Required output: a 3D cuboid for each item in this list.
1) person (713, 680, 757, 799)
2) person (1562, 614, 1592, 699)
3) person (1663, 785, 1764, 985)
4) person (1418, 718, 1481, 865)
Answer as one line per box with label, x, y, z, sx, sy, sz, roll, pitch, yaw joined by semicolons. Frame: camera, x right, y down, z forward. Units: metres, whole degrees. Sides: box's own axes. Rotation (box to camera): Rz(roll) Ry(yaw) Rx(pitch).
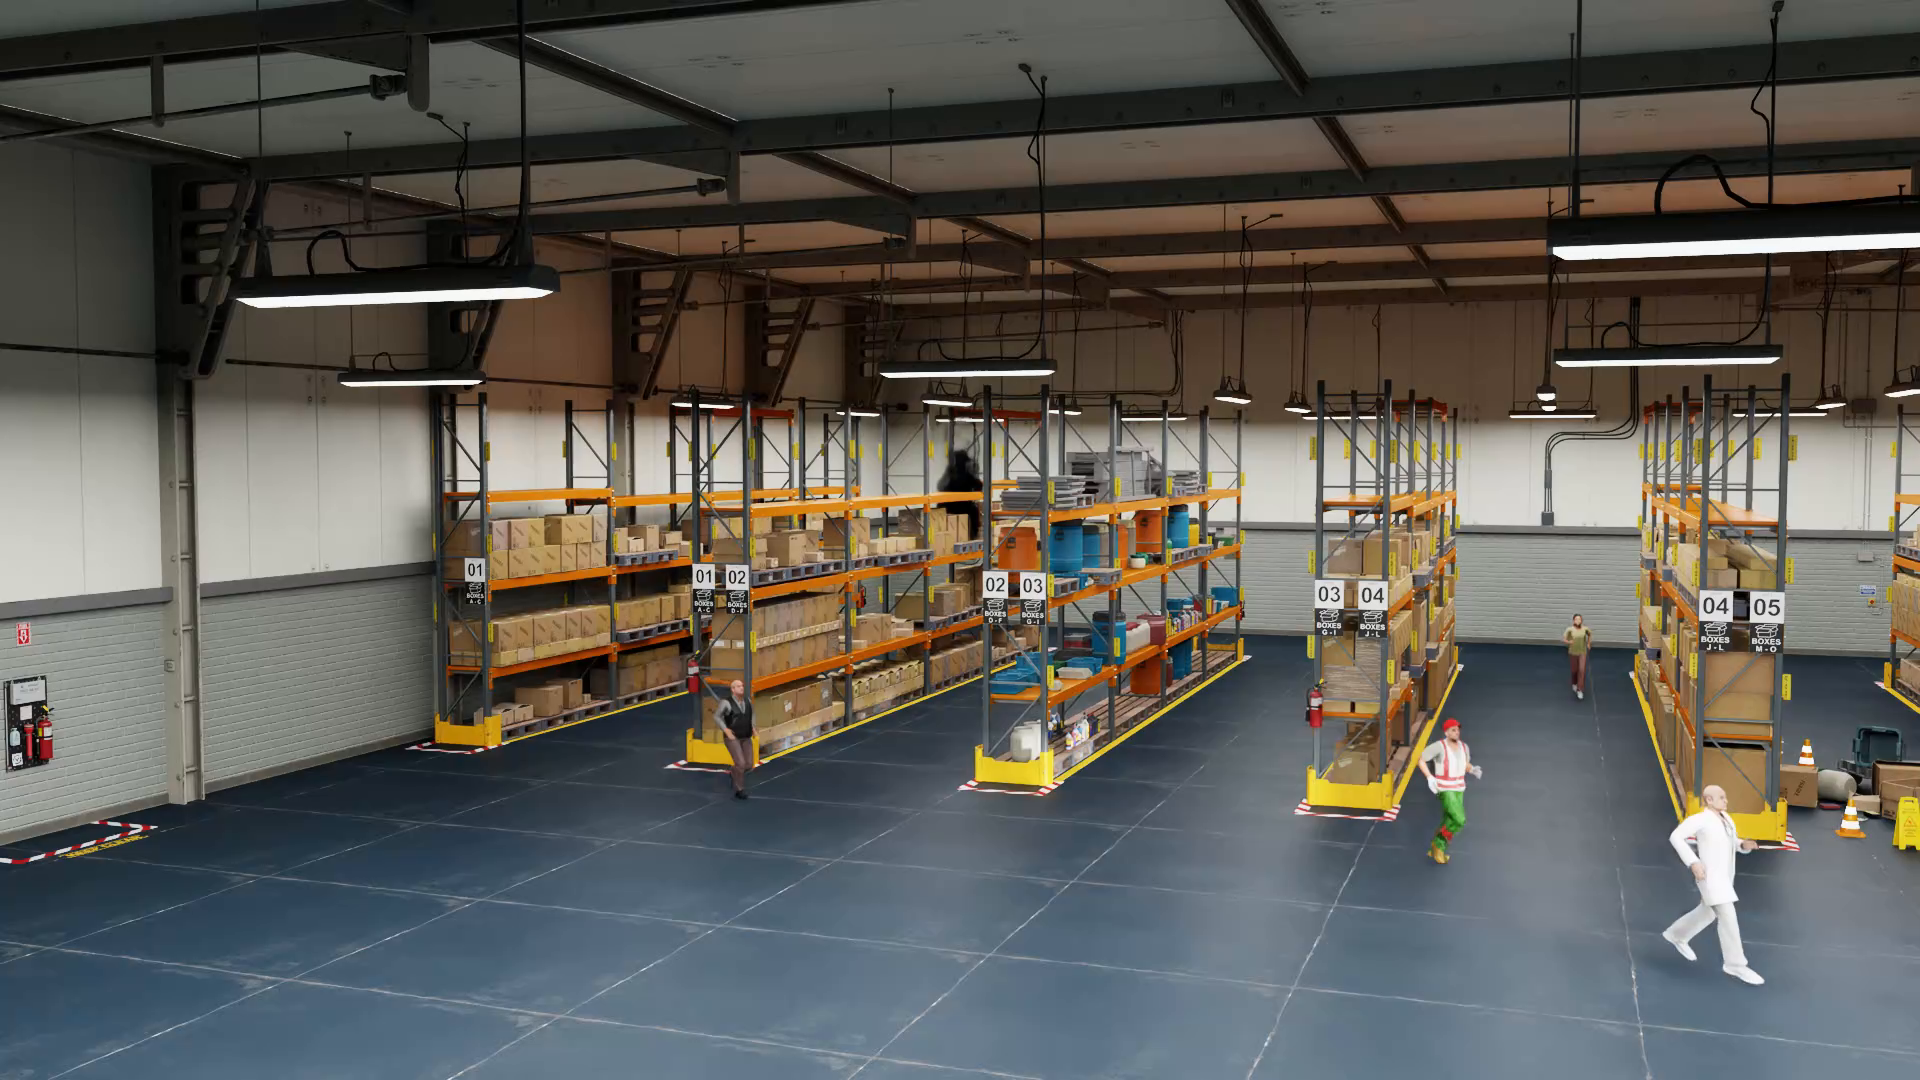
person;-3.264;2.872;24.133;0.683;1.695;0.644;-3;4;-41
person;12.596;2.339;33.944;0.582;1.672;0.970;1;3;19
person;7.210;3.235;15.903;0.695;1.784;1.042;-3;4;-40
person;5.971;3.044;20.128;0.624;1.770;0.667;-2;3;-29
